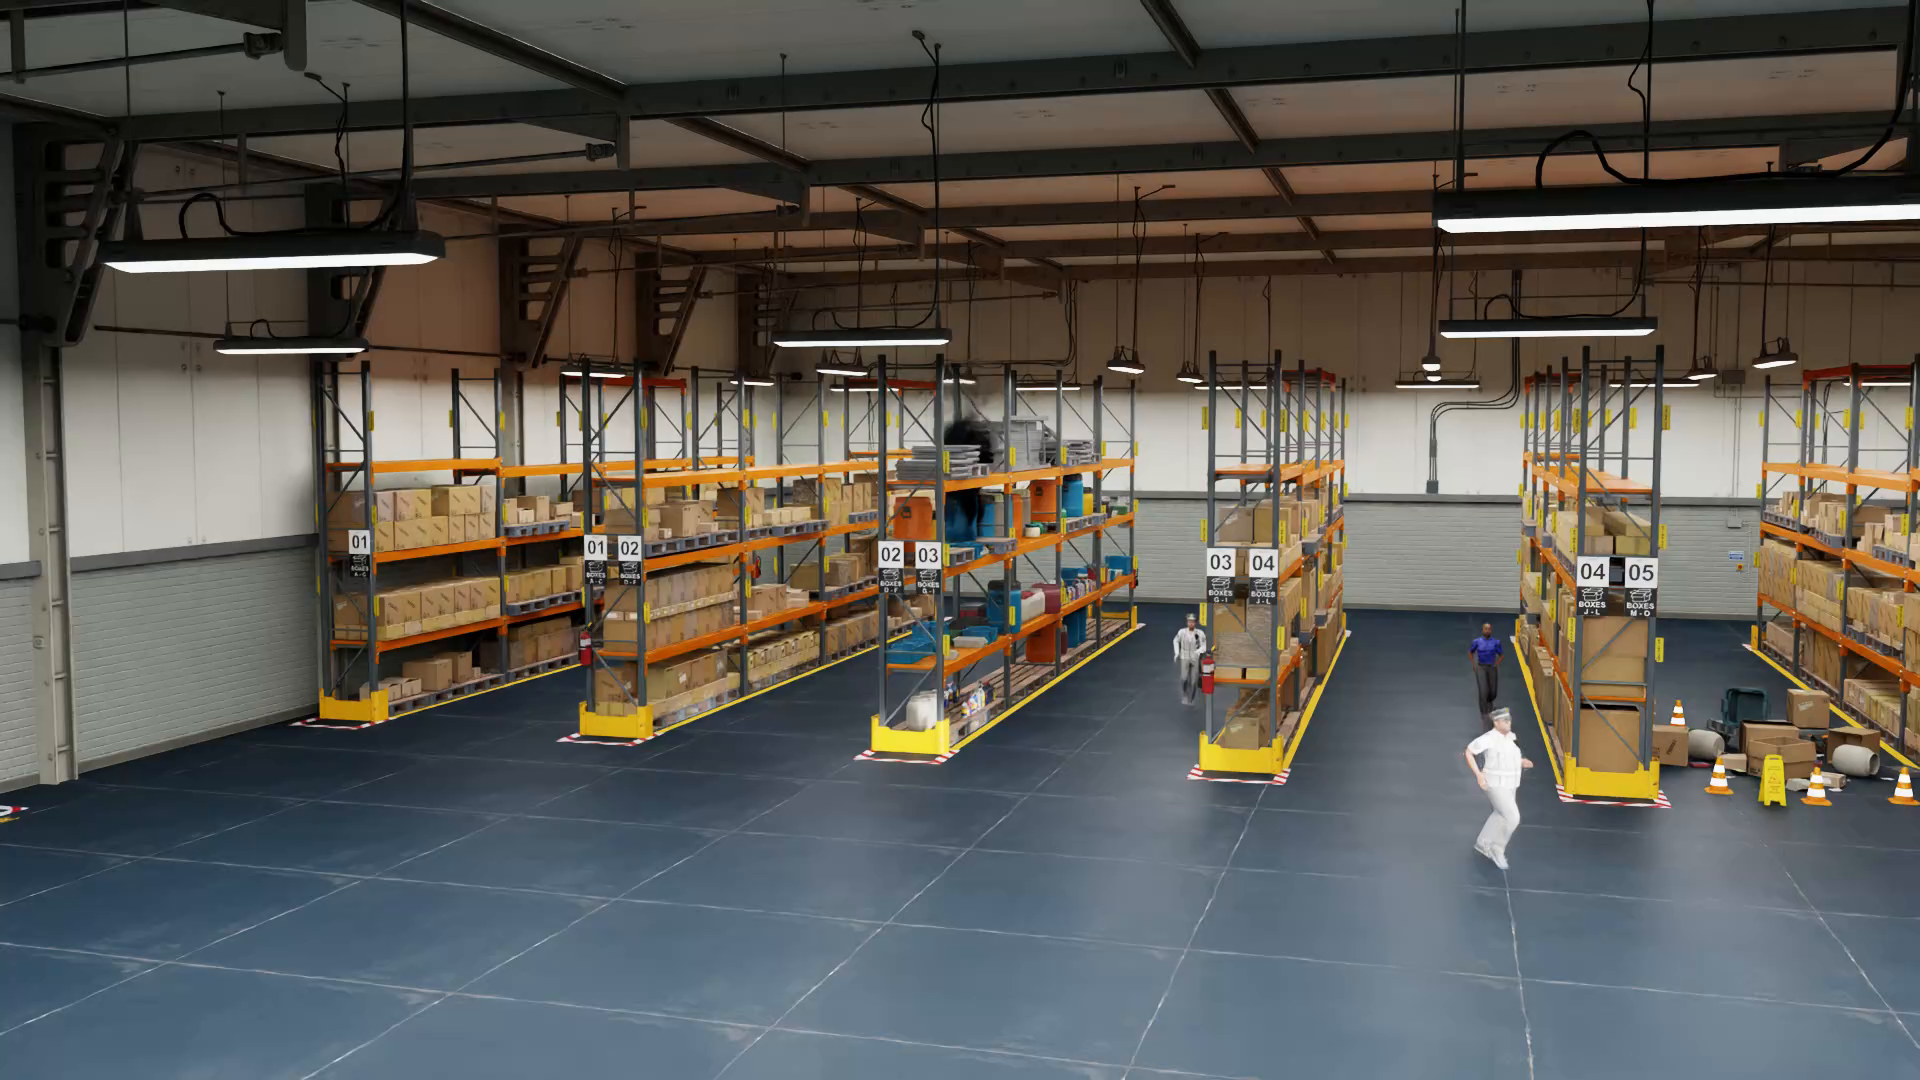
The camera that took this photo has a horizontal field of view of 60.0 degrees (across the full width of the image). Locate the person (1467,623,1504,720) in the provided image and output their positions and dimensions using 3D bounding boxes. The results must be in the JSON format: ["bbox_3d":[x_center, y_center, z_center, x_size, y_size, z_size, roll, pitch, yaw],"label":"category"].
[{"bbox_3d":[8.833,2.195,28.018,0.543,1.607,0.701,1,4,12],"label":"person"}]

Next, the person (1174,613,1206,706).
[{"bbox_3d":[4.008,2.091,28.983,0.583,1.647,0.700,1,4,9],"label":"person"}]

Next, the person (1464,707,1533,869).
[{"bbox_3d":[6.109,2.789,18.748,0.635,1.828,0.744,-3,5,-40],"label":"person"}]
